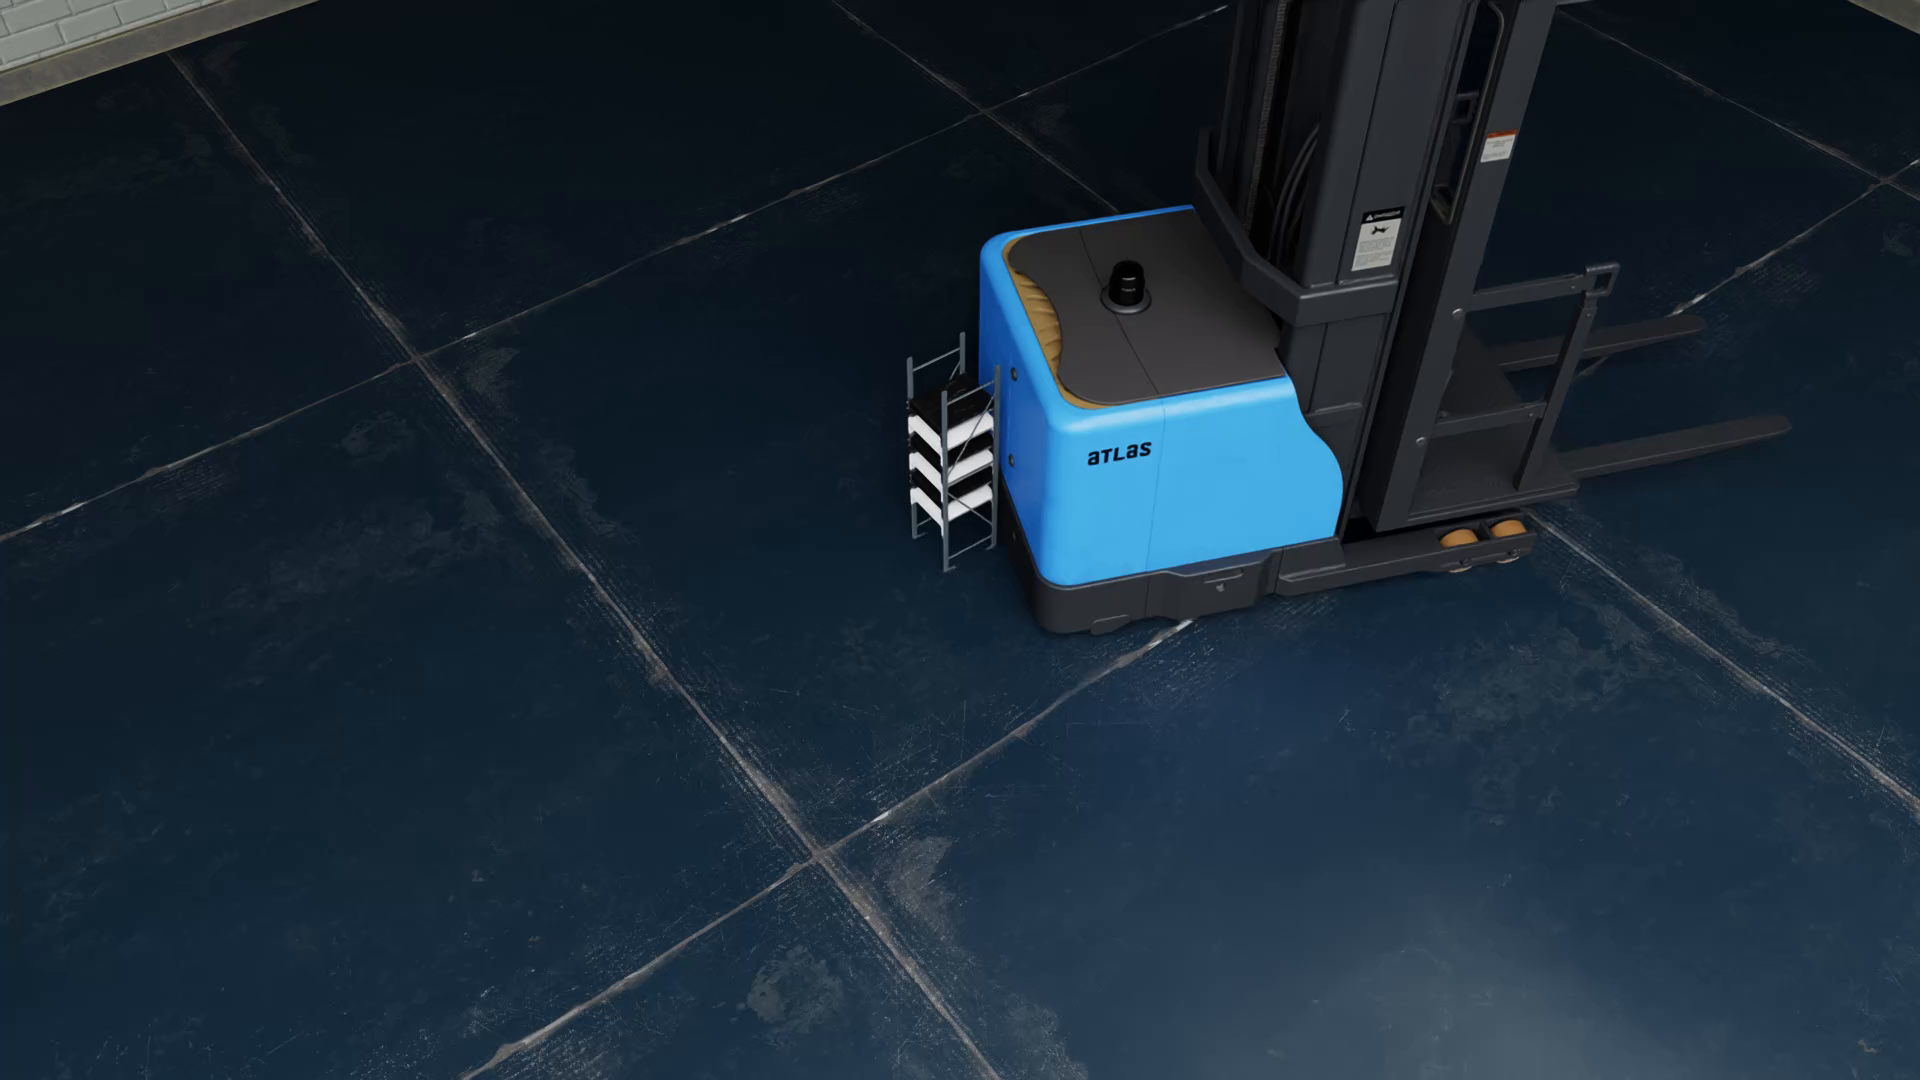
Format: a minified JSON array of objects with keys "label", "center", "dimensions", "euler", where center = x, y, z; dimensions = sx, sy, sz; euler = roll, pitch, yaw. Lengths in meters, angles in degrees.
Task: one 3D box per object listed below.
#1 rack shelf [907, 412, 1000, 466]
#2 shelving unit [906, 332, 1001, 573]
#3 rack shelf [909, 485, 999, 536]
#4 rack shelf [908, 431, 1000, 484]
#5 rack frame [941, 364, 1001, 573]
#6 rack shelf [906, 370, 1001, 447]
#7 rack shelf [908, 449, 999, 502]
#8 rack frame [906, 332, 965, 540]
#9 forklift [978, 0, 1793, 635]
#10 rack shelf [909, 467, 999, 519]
[{"label":"rack shelf","center":[-0.022,-0.394,5.802],"dimensions":[0.258,0.077,0.200],"euler":[-28,54,-23]},{"label":"shelving unit","center":[-0.022,-0.295,5.910],"dimensions":[0.258,0.900,0.210],"euler":[-28,54,-23]},{"label":"rack shelf","center":[-0.022,-0.152,6.069],"dimensions":[0.258,0.077,0.200],"euler":[-28,54,-23]},{"label":"rack shelf","center":[-0.022,-0.334,5.868],"dimensions":[0.258,0.077,0.200],"euler":[-28,54,-23]},{"label":"rack frame","center":[0.037,-0.234,5.855],"dimensions":[0.240,0.900,0.006],"euler":[-28,54,-23]},{"label":"rack shelf","center":[-0.022,-0.454,5.735],"dimensions":[0.258,0.077,0.200],"euler":[-28,54,-23]},{"label":"rack shelf","center":[-0.022,-0.273,5.935],"dimensions":[0.258,0.077,0.200],"euler":[-28,54,-23]},{"label":"rack frame","center":[-0.081,-0.357,5.966],"dimensions":[0.240,0.900,0.006],"euler":[-28,54,-23]},{"label":"forklift","center":[1.629,-1.236,5.393],"dimensions":[3.031,2.935,1.130],"euler":[-10,49,-9]},{"label":"rack shelf","center":[-0.022,-0.213,6.002],"dimensions":[0.258,0.077,0.200],"euler":[-28,54,-23]}]
